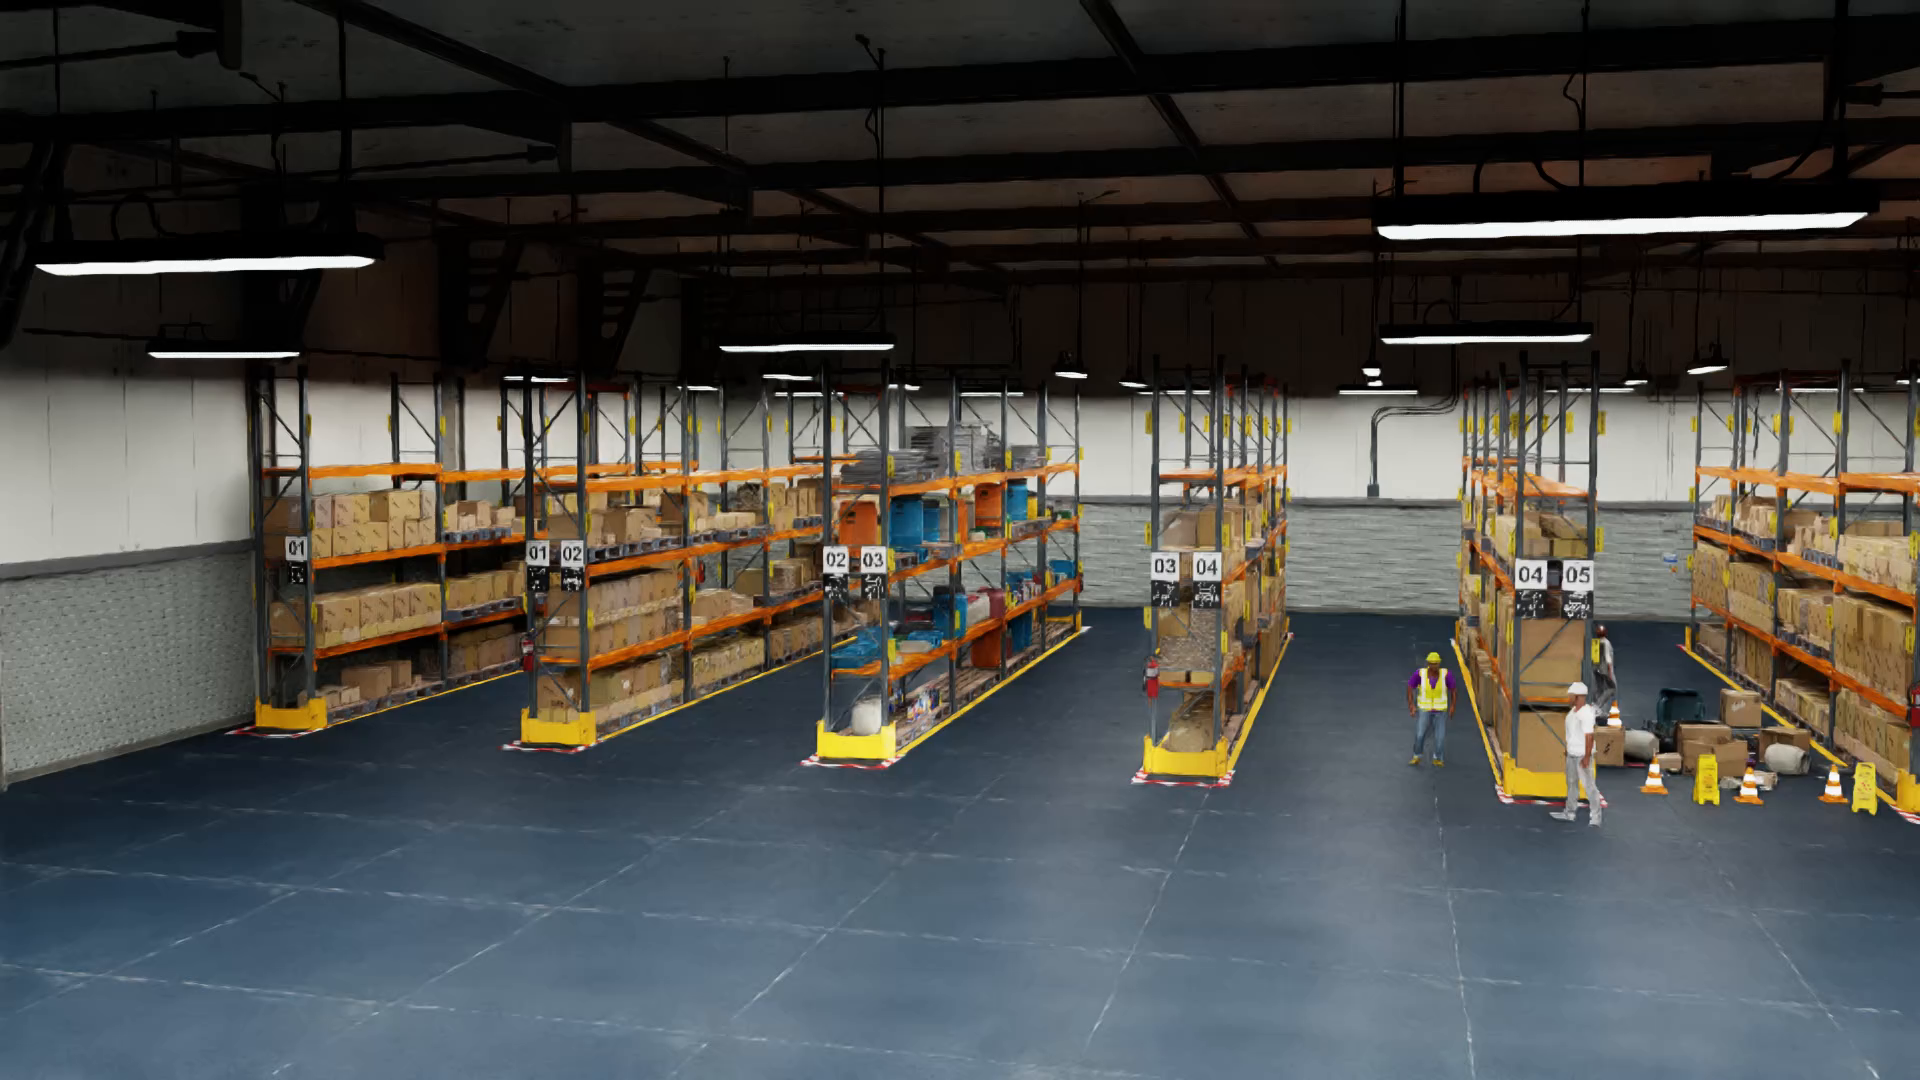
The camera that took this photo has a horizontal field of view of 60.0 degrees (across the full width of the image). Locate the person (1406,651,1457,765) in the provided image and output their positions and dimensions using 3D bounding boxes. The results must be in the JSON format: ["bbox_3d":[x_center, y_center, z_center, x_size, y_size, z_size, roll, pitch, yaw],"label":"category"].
[{"bbox_3d":[6.917,2.472,24.399,0.719,1.714,0.578,1,4,13],"label":"person"}]

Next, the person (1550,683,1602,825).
[{"bbox_3d":[7.791,2.677,20.917,0.522,1.769,0.676,0,4,2],"label":"person"}]

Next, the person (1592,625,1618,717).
[{"bbox_3d":[10.969,2.246,28.417,0.407,1.594,0.459,-1,4,-16],"label":"person"}]
